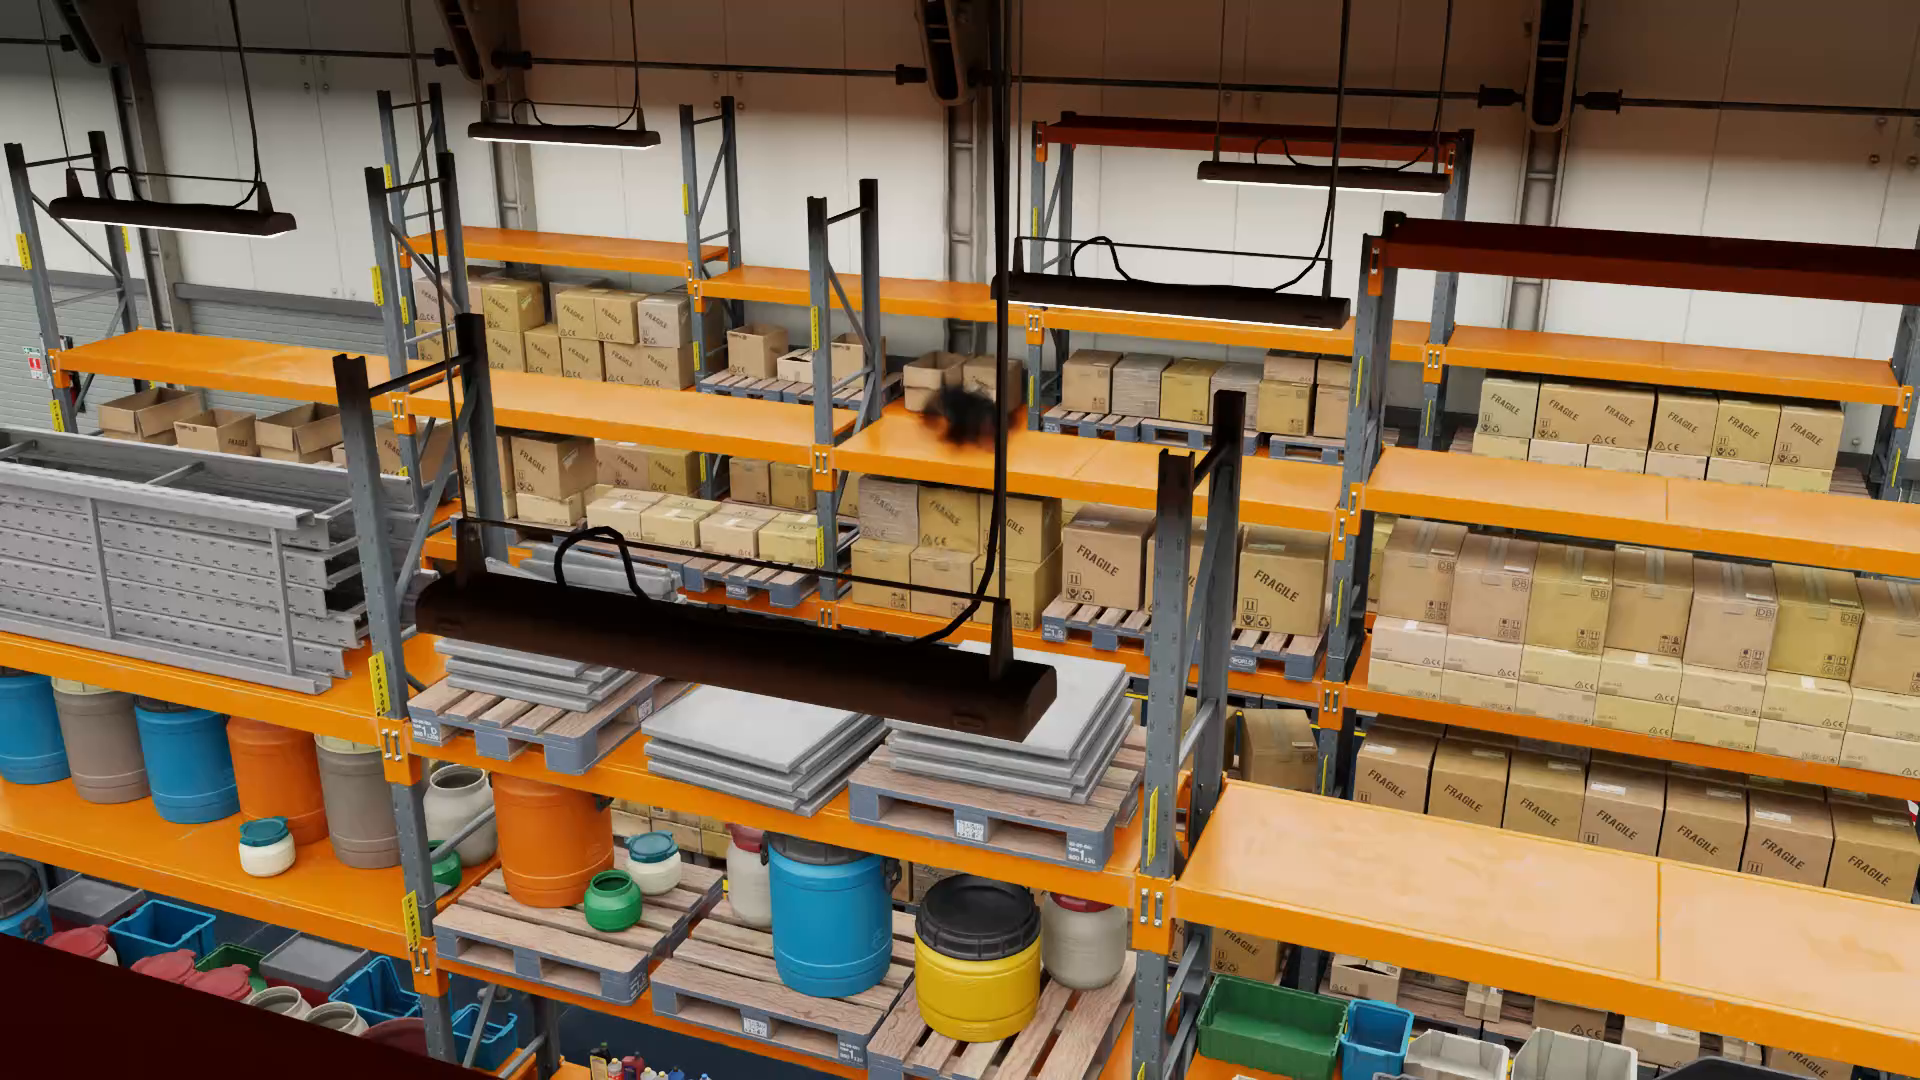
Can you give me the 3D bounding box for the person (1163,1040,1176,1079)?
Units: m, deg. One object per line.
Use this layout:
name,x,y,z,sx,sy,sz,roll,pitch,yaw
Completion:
person,1.078,3.469,10.359,0.878,1.830,0.668,6,22,16

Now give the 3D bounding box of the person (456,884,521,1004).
person,-3.525,2.717,12.205,0.496,1.621,0.618,7,22,18
